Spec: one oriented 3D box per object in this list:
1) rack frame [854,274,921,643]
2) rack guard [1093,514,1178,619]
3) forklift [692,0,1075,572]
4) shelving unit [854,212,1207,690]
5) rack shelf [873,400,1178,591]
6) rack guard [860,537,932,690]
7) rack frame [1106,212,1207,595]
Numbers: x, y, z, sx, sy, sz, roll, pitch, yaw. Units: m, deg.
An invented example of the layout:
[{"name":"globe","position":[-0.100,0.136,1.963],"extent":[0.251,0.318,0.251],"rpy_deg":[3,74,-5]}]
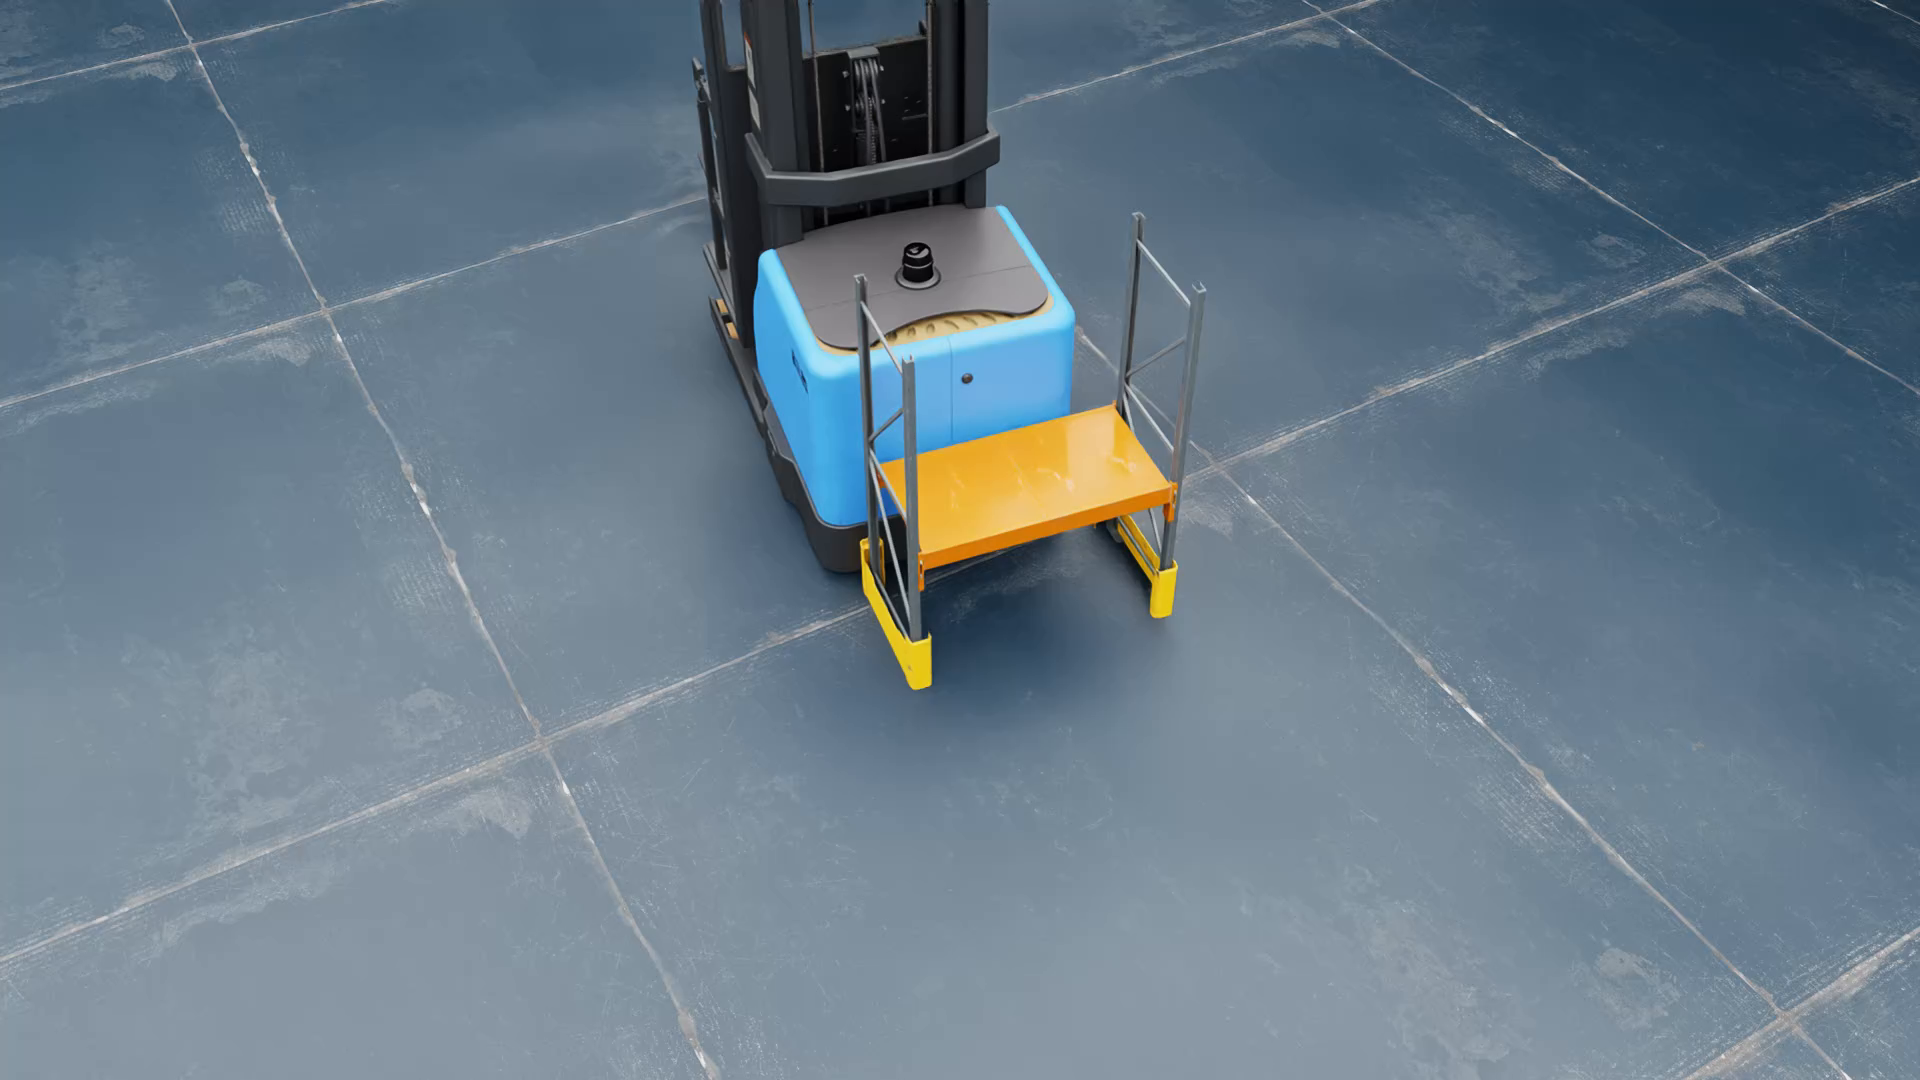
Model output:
[{"name":"rack frame","position":[-0.245,-0.177,5.856],"extent":[0.032,1.500,0.500],"rpy_deg":[-15,46,-15]},{"name":"rack guard","position":[0.684,0.018,6.552],"extent":[0.087,0.250,0.587],"rpy_deg":[-15,46,-15]},{"name":"forklift","position":[-0.520,-1.968,6.673],"extent":[1.130,2.935,3.031],"rpy_deg":[-14,46,-14]},{"name":"shelving unit","position":[0.220,-0.304,5.986],"extent":[1.083,1.500,0.587],"rpy_deg":[-15,46,-15]},{"name":"rack shelf","position":[0.228,-0.177,6.114],"extent":[1.000,0.185,0.538],"rpy_deg":[-15,46,-15]},{"name":"rack guard","position":[-0.244,0.271,6.291],"extent":[0.087,0.250,0.587],"rpy_deg":[-15,46,-15]},{"name":"rack frame","position":[0.702,-0.435,6.121],"extent":[0.032,1.500,0.500],"rpy_deg":[-15,46,-15]}]
